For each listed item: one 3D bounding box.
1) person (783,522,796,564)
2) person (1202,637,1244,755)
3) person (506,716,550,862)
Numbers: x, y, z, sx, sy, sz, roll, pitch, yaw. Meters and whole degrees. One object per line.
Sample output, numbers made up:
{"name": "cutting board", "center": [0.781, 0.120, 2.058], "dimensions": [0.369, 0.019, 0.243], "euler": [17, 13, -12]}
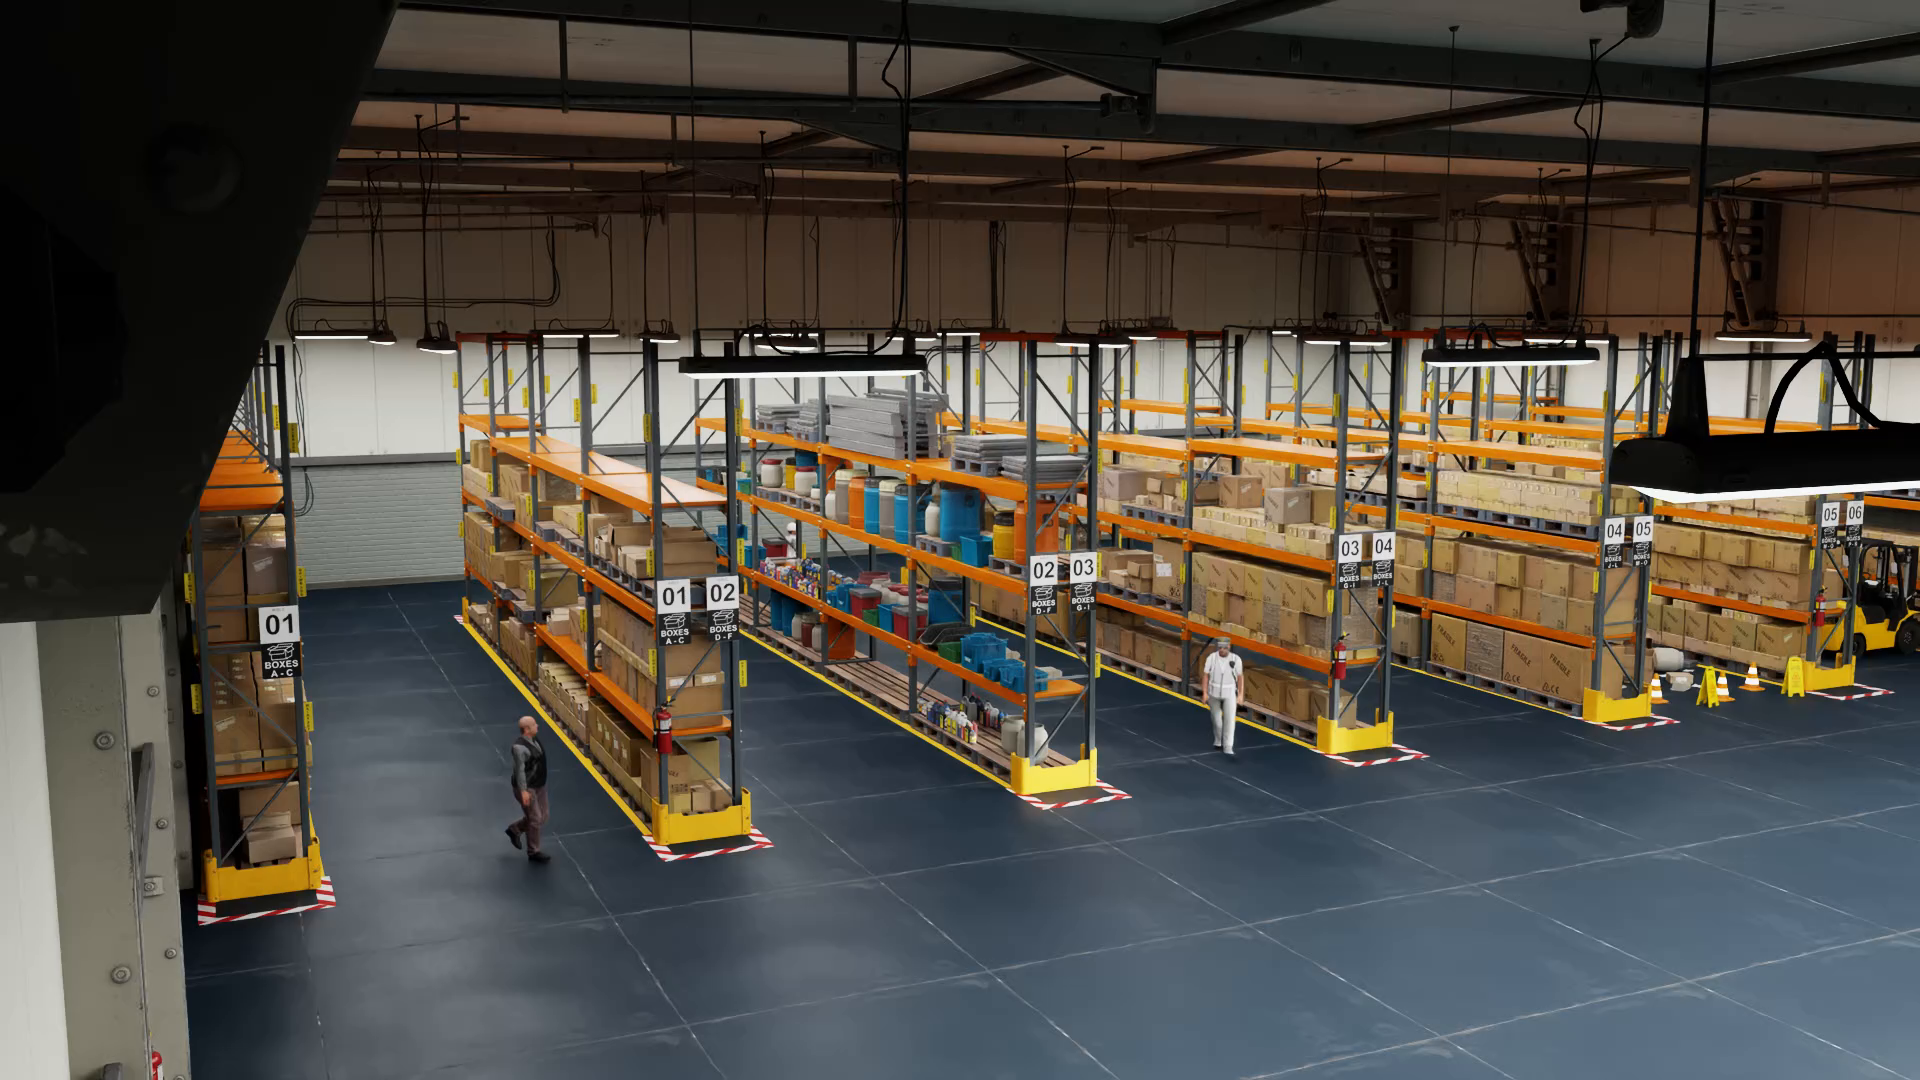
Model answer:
{"name": "person", "center": [-3.724, 0.497, 36.734], "dimensions": [0.688, 1.769, 0.594], "euler": [-5, 9, -34]}
{"name": "person", "center": [3.787, 2.239, 24.068], "dimensions": [0.565, 1.687, 1.087], "euler": [2, 8, 18]}
{"name": "person", "center": [-5.062, 2.872, 19.355], "dimensions": [0.667, 1.706, 0.536], "euler": [2, 8, 17]}
